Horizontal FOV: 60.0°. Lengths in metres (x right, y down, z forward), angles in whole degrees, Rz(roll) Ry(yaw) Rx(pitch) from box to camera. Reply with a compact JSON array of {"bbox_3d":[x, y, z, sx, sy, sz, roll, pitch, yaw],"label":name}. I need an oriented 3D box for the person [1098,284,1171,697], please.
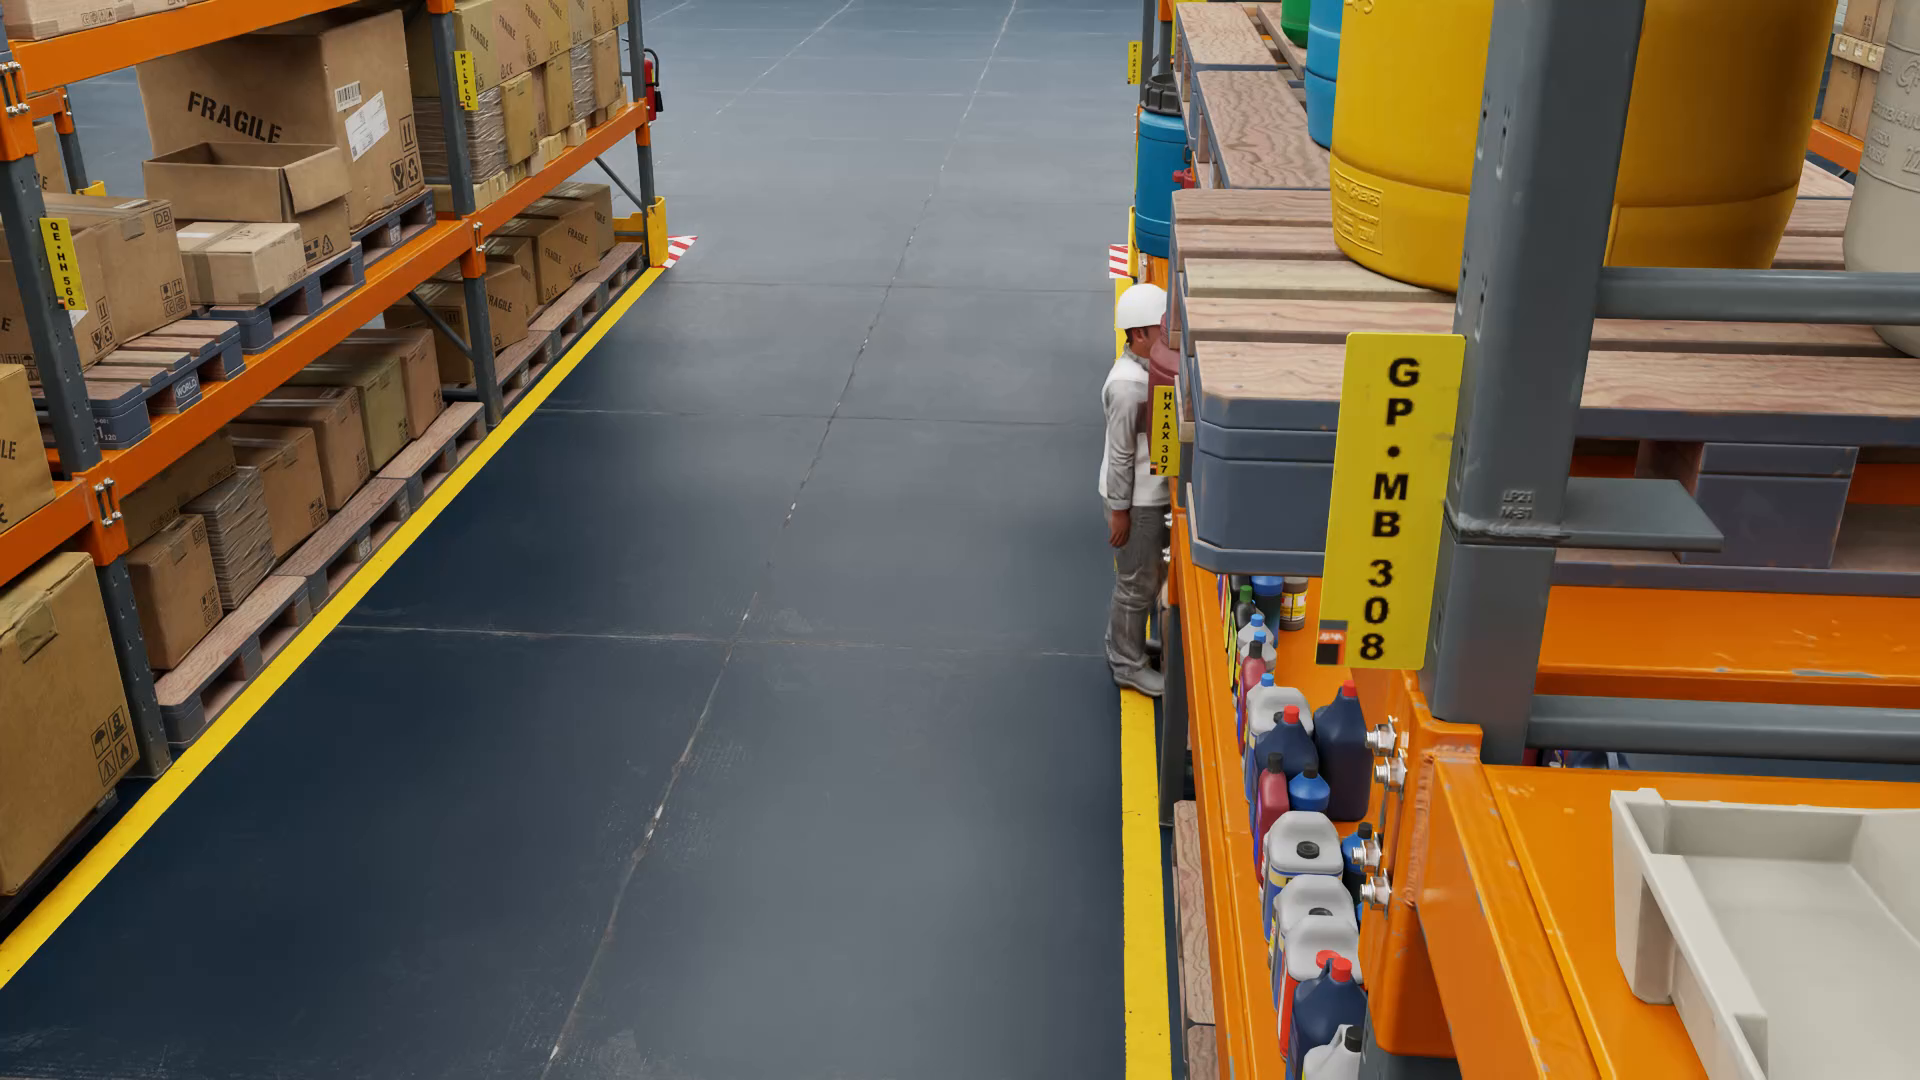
[{"bbox_3d":[0.788,-0.206,6.973,0.388,1.791,0.604,7,25,15],"label":"person"}]
